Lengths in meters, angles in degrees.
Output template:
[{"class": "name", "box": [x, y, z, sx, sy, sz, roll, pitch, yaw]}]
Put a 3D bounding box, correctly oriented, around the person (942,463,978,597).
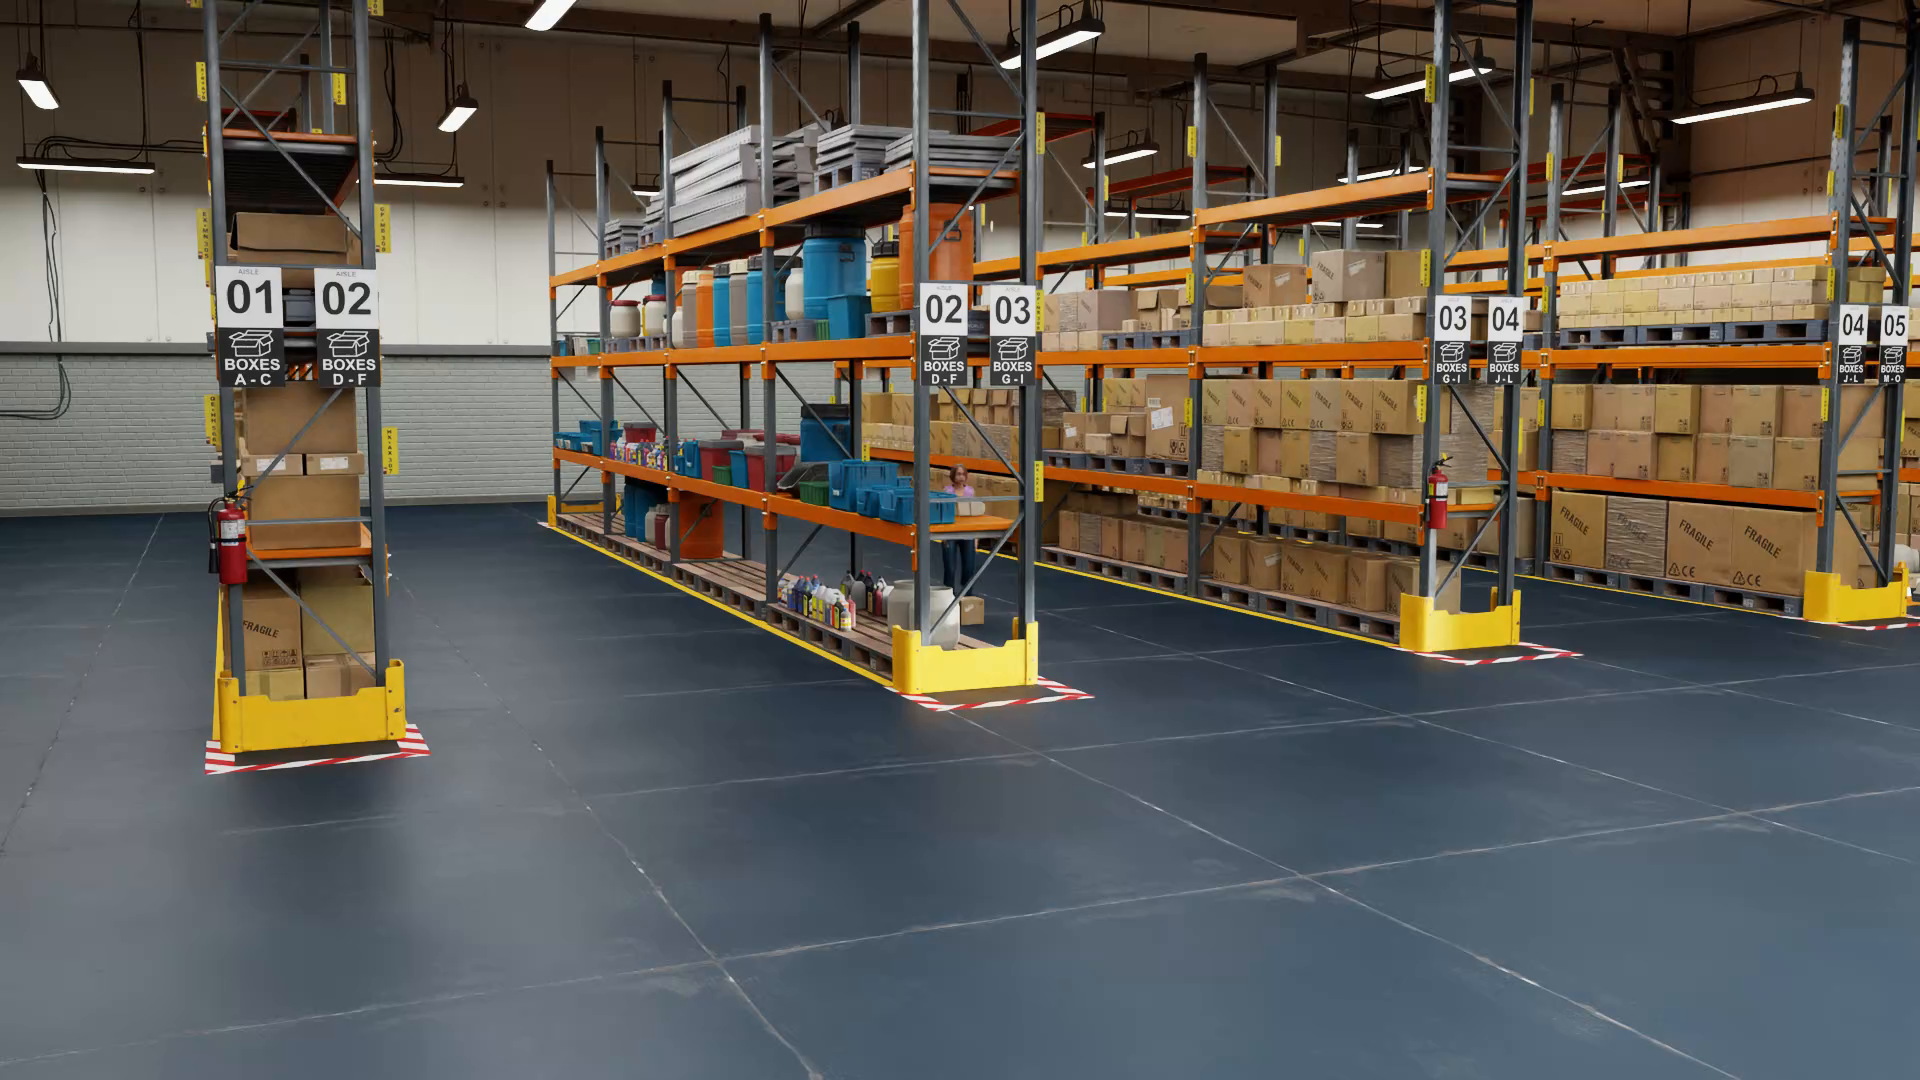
[{"class": "person", "box": [-0.004, 0.016, 17.210, 0.407, 1.630, 0.324, -1, 6, -10]}]
